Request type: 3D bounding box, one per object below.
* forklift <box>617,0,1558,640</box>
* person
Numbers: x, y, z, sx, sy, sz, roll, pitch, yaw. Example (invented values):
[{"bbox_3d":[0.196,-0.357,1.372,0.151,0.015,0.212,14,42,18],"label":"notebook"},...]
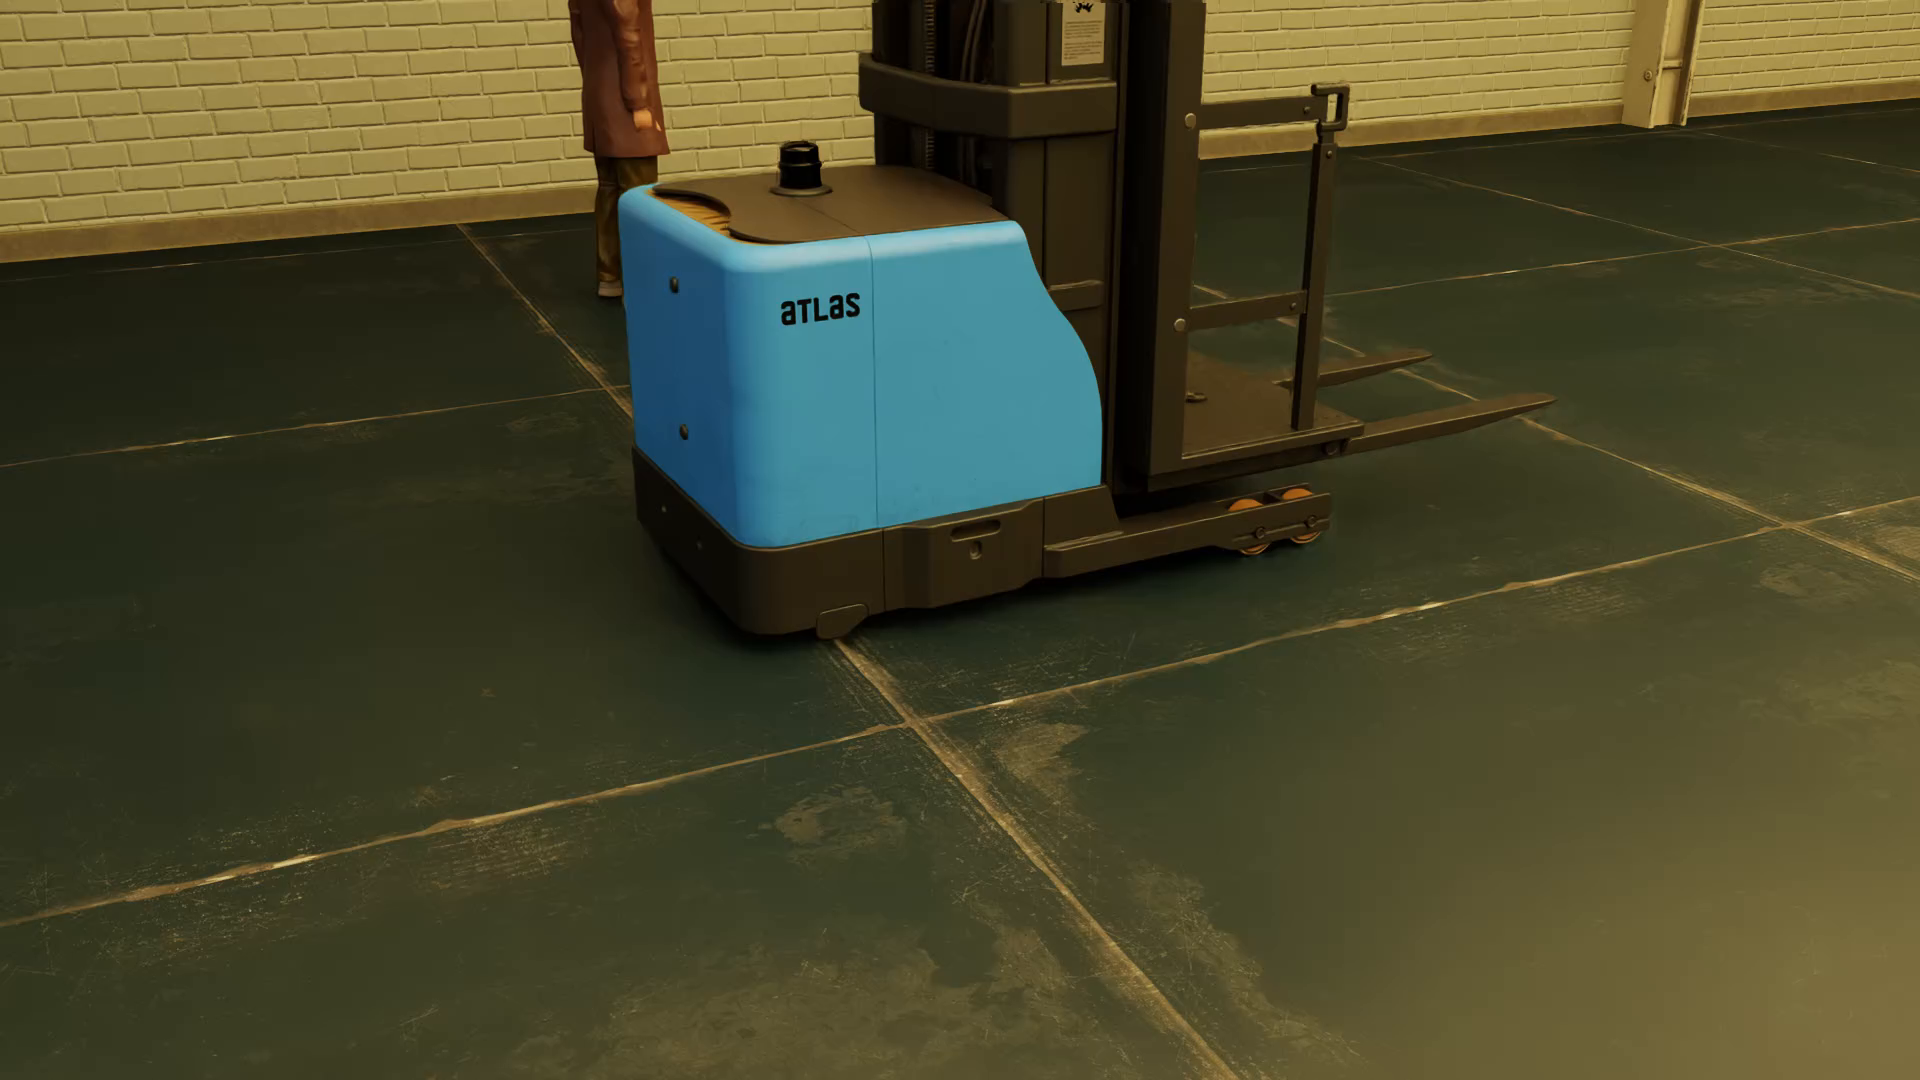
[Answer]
[{"bbox_3d":[0.556,-1.474,4.835,3.031,2.935,1.130,-11,25,-26],"label":"forklift"},{"bbox_3d":[-1.507,-1.984,7.559,0.389,1.782,0.547,-16,27,-33],"label":"person"}]
